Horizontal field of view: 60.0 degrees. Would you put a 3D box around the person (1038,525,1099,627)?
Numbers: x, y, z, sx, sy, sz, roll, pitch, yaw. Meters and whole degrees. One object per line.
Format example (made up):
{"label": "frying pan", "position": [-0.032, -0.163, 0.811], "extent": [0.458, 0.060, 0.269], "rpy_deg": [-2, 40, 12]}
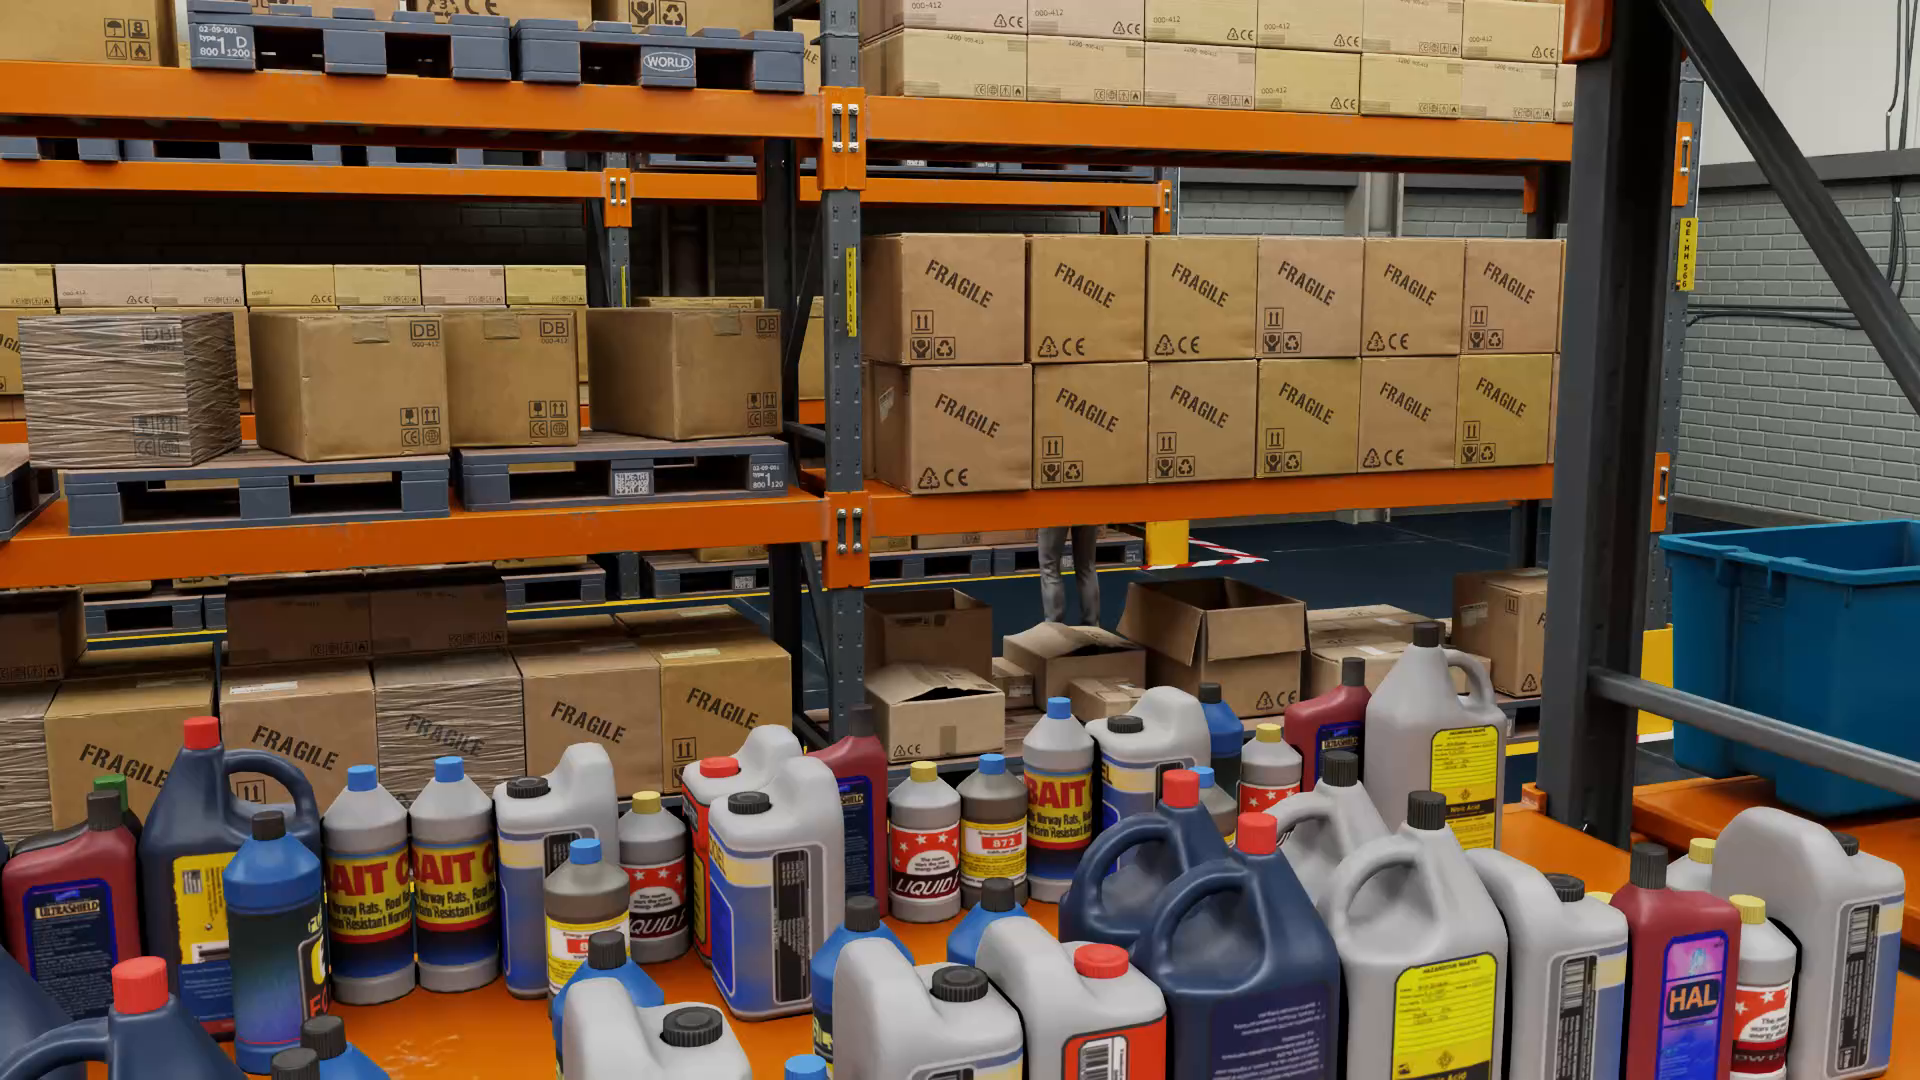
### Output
{"label": "person", "position": [0.606, -0.215, 9.639], "extent": [0.459, 1.686, 0.556], "rpy_deg": [-3, 10, -20]}
